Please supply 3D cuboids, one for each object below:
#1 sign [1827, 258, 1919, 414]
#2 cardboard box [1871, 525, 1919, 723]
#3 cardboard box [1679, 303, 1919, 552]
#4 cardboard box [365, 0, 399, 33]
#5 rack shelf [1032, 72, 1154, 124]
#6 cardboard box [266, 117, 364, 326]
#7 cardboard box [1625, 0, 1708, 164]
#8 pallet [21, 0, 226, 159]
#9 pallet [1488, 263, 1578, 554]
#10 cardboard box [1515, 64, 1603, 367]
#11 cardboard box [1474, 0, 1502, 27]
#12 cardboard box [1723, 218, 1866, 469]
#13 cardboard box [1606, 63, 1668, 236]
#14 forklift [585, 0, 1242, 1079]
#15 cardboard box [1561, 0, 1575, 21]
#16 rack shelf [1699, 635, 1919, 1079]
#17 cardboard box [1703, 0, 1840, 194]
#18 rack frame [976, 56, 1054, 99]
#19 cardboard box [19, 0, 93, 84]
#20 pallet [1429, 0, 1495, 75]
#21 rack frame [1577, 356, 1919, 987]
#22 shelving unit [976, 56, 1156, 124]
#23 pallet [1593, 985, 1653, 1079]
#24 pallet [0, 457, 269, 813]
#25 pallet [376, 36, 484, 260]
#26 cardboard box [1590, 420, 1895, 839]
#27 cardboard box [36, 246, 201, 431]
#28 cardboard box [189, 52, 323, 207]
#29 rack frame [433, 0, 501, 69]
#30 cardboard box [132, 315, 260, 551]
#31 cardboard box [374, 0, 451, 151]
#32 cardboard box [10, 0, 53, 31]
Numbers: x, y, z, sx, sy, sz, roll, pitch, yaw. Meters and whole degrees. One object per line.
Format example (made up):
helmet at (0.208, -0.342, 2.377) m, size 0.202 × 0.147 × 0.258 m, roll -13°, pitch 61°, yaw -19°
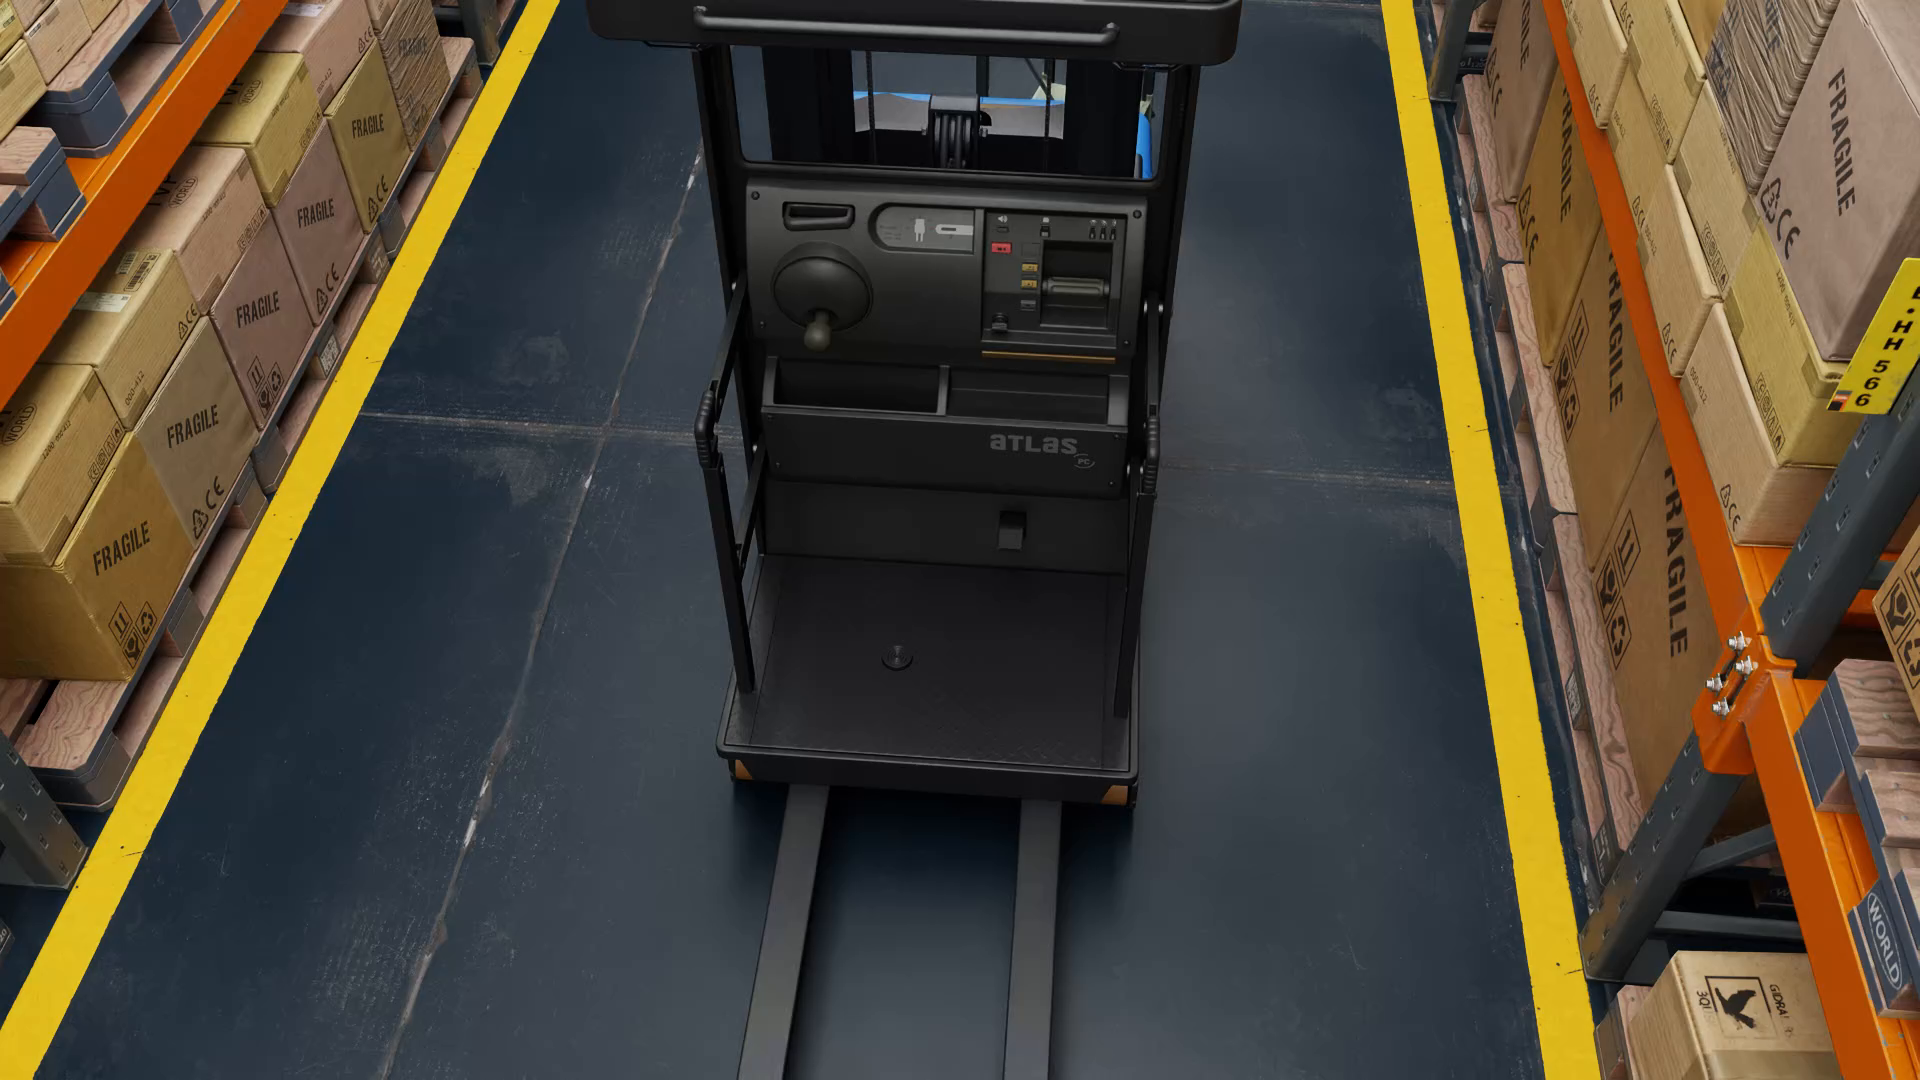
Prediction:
sign at (1.538, -0.330, 2.734) m, size 0.100 × 0.325 × 0.005 m, roll 4°, pitch 48°, yaw 4°
cardboard box at (1.819, 0.135, 2.540) m, size 0.500 × 0.500 × 0.500 m, roll 3°, pitch 48°, yaw 2°
cardboard box at (1.878, -0.242, 3.541) m, size 0.500 × 0.250 × 0.500 m, roll 2°, pitch 48°, yaw 2°
cardboard box at (-2.299, -2.089, 6.029) m, size 0.500 × 0.250 × 0.500 m, roll 3°, pitch 48°, yaw 2°
rack shelf at (0.367, -1.255, 5.823) m, size 0.431 × 0.370 × 0.720 m, roll 15°, pitch 49°, yaw 13°
cardboard box at (-2.398, -1.086, 5.620) m, size 0.500 × 0.500 × 0.500 m, roll 3°, pitch 48°, yaw 3°
cardboard box at (1.951, -1.150, 4.032) m, size 0.500 × 0.250 × 0.500 m, roll 3°, pitch 48°, yaw 3°
pallet at (-2.708, -1.555, 4.770) m, size 1.003 × 0.211 × 1.213 m, roll 4°, pitch 48°, yaw 4°
pallet at (2.352, -0.431, 5.501) m, size 1.003 × 0.211 × 1.213 m, roll 4°, pitch 48°, yaw 4°
cardboard box at (2.404, -1.143, 5.418) m, size 0.875 × 0.875 × 0.875 m, roll 5°, pitch 48°, yaw 5°
cardboard box at (2.620, -2.575, 7.024) m, size 0.875 × 0.438 × 0.875 m, roll 3°, pitch 48°, yaw 3°
cardboard box at (1.882, -0.395, 3.341) m, size 0.500 × 0.250 × 0.500 m, roll 4°, pitch 48°, yaw 3°
cardboard box at (1.971, -0.988, 4.222) m, size 0.500 × 0.250 × 0.500 m, roll 3°, pitch 48°, yaw 3°
forklift at (-0.051, -0.526, 3.745) m, size 1.130 × 2.935 × 3.031 m, roll 3°, pitch 48°, yaw 3°
cardboard box at (2.044, -1.731, 4.902) m, size 0.500 × 0.250 × 0.500 m, roll 4°, pitch 48°, yaw 3°
rack shelf at (1.909, 1.808, 2.051) m, size 1.077 × 0.370 × 4.000 m, roll 4°, pitch 48°, yaw 4°
cardboard box at (1.916, -1.050, 3.432) m, size 0.500 × 0.500 × 0.500 m, roll 5°, pitch 48°, yaw 4°
rack frame at (0.242, -1.221, 5.350) m, size 0.400 × 1.500 × 0.023 m, roll 15°, pitch 49°, yaw 13°
cardboard box at (-2.512, -1.324, 4.314) m, size 0.380 × 0.149 × 0.250 m, roll 5°, pitch 48°, yaw 5°
pallet at (2.603, -2.456, 7.353) m, size 1.003 × 0.211 × 1.213 m, roll 4°, pitch 48°, yaw 4°
rack frame at (2.091, 0.096, 3.129) m, size 1.000 × 3.000 × 0.127 m, roll 4°, pitch 48°, yaw 4°
shelving unit at (0.367, -1.475, 5.582) m, size 0.431 × 1.500 × 0.755 m, roll 15°, pitch 49°, yaw 13°
pallet at (2.018, 1.611, 3.633) m, size 1.003 × 0.211 × 1.213 m, roll 4°, pitch 48°, yaw 4°
pallet at (-2.775, 0.204, 4.920) m, size 1.003 × 0.211 × 1.213 m, roll 4°, pitch 48°, yaw 4°
pallet at (-2.553, -1.589, 6.560) m, size 1.003 × 0.211 × 1.213 m, roll 4°, pitch 48°, yaw 4°
cardboard box at (2.237, 0.169, 4.218) m, size 0.875 × 0.875 × 0.875 m, roll 3°, pitch 48°, yaw 3°
cardboard box at (-2.498, -0.577, 4.646) m, size 0.500 × 0.250 × 0.500 m, roll 3°, pitch 48°, yaw 3°
cardboard box at (-2.393, -1.323, 5.328) m, size 0.500 × 0.250 × 0.500 m, roll 2°, pitch 48°, yaw 2°
rack frame at (-2.483, -3.102, 6.054) m, size 1.000 × 3.000 × 0.127 m, roll 4°, pitch 48°, yaw 4°
cardboard box at (-2.487, -0.333, 4.931) m, size 0.500 × 0.500 × 0.500 m, roll 4°, pitch 48°, yaw 4°
cardboard box at (-2.300, -1.839, 6.309) m, size 0.500 × 0.500 × 0.500 m, roll 3°, pitch 48°, yaw 3°
cardboard box at (-2.514, -1.426, 4.205) m, size 0.380 × 0.149 × 0.250 m, roll 4°, pitch 48°, yaw 4°
